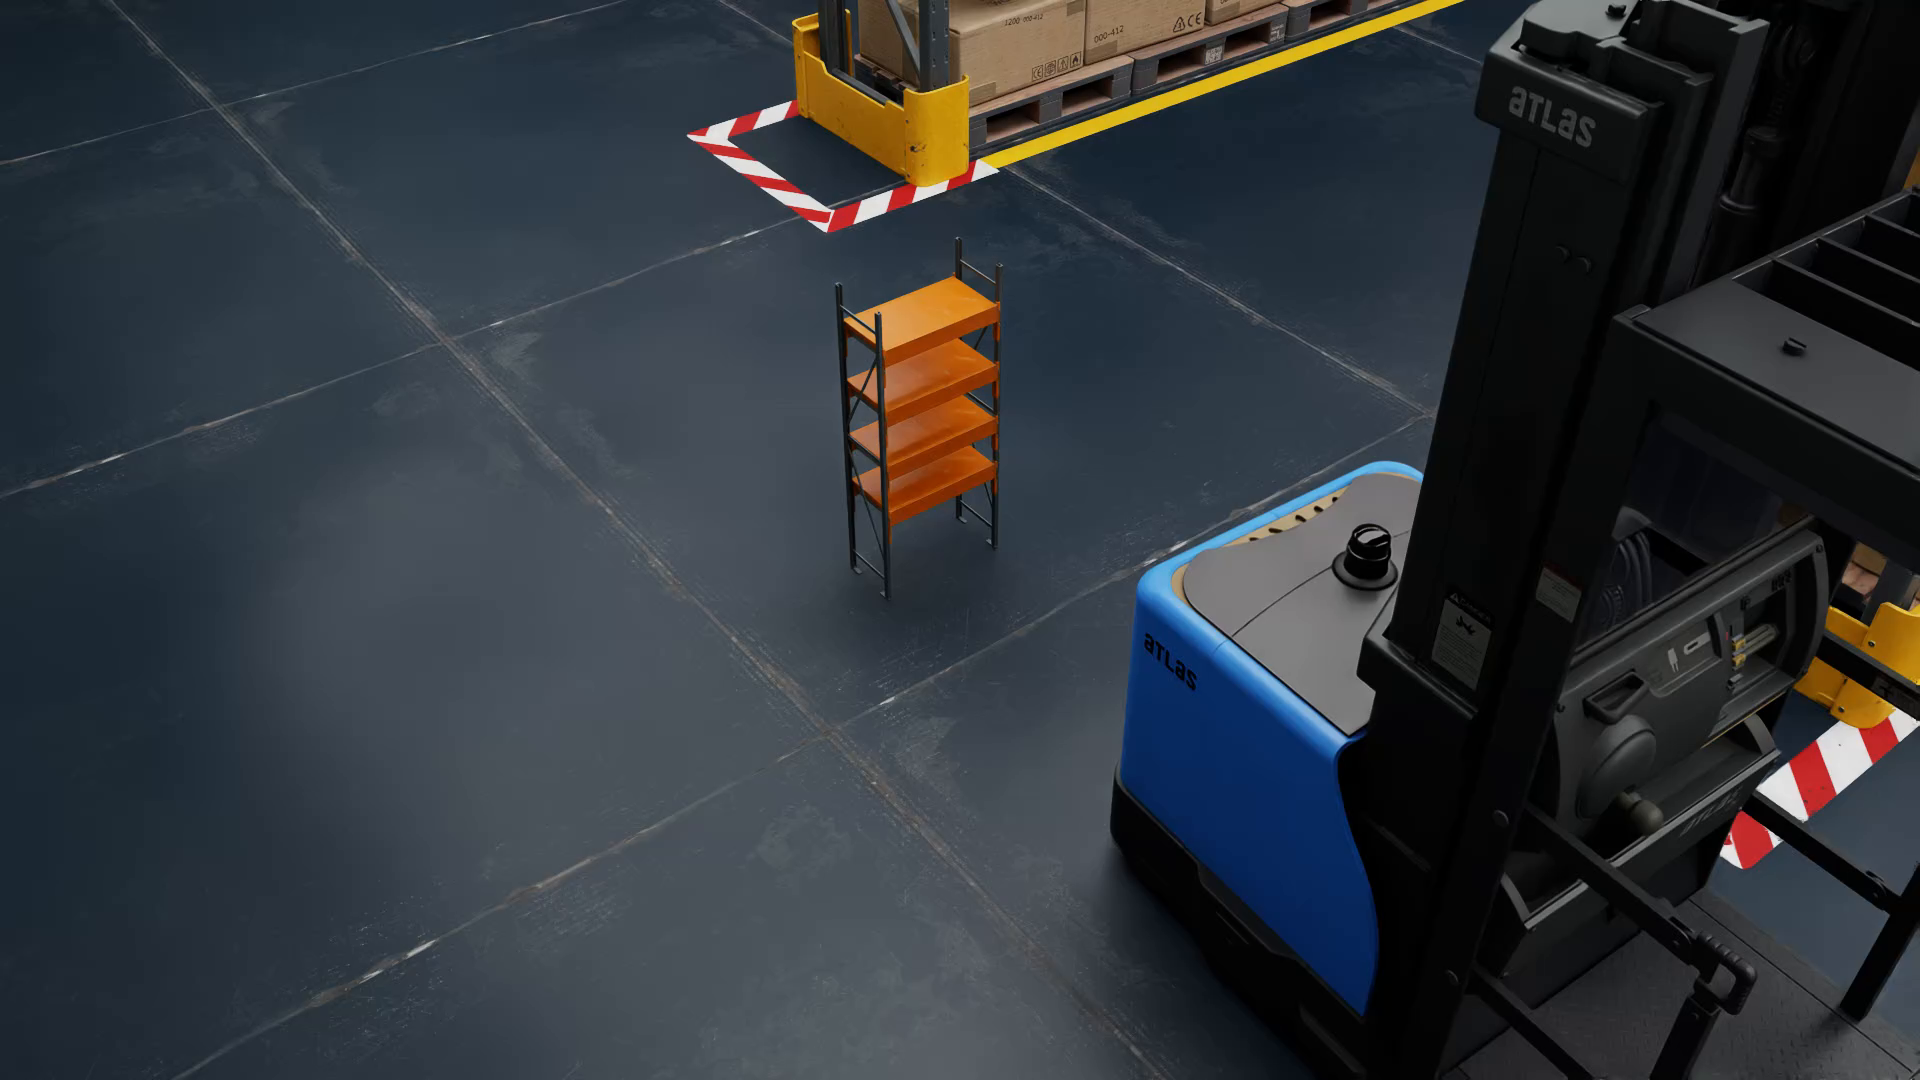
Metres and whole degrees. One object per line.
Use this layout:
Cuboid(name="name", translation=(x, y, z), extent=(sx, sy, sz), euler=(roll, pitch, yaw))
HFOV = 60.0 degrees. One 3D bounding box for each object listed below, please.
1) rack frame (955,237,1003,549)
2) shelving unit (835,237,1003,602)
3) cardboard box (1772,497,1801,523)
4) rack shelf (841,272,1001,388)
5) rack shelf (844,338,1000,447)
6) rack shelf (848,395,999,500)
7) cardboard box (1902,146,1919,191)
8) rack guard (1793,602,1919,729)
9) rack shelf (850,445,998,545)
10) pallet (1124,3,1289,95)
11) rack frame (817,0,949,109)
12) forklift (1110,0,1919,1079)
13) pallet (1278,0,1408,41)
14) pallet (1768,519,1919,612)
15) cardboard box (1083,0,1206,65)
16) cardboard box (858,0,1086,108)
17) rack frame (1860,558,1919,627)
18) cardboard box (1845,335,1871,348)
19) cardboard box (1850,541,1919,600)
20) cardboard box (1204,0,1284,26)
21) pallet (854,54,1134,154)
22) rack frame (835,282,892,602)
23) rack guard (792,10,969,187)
Cuboid(name="rack frame", translation=(0.062, -0.494, 5.906), extent=(0.015, 1.200, 0.240), euler=(-26, 46, -28))
Cuboid(name="shelving unit", translation=(-0.131, -0.400, 5.791), extent=(0.503, 1.200, 0.258), euler=(-26, 46, -28))
Cuboid(name="cardboard box", translation=(2.985, -0.218, 6.068), extent=(0.250, 0.149, 0.380), euler=(-25, 46, -27))
Cuboid(name="rack shelf", translation=(-0.131, -0.704, 5.542), extent=(0.480, 0.148, 0.258), euler=(-26, 46, -28))
Cuboid(name="rack shelf", translation=(-0.131, -0.521, 5.692), extent=(0.480, 0.148, 0.258), euler=(-26, 46, -28))
Cuboid(name="rack shelf", translation=(-0.131, -0.348, 5.834), extent=(0.480, 0.148, 0.258), euler=(-26, 46, -28))
Cuboid(name="cardboard box", translation=(2.894, -1.306, 5.164), extent=(0.500, 0.500, 0.500), euler=(-25, 46, -27))
Cuboid(name="rack guard", translation=(2.755, 0.087, 5.749), extent=(0.348, 0.500, 1.175), euler=(-26, 46, -28))
Cuboid(name="rack shelf", translation=(-0.131, -0.194, 5.960), extent=(0.480, 0.148, 0.258), euler=(-26, 46, -28))
Cuboid(name="pallet", translation=(1.151, -3.039, 9.788), extent=(1.213, 0.211, 1.003), euler=(-26, 46, -28))
Cuboid(name="rack frame", translation=(-0.402, -3.300, 7.908), extent=(0.127, 3.000, 1.000), euler=(-26, 46, -28))
Cuboid(name="forklift", translation=(1.711, 0.383, 3.472), extent=(1.130, 2.935, 3.031), euler=(-24, 45, -26))
Cuboid(name="pallet", translation=(2.119, -3.513, 10.366), extent=(1.213, 0.211, 1.003), euler=(-26, 46, -28))
Cuboid(name="pallet", translation=(3.420, -0.097, 6.202), extent=(1.213, 0.211, 1.003), euler=(-26, 46, -28))
Cuboid(name="cardboard box", translation=(0.781, -3.135, 9.396), extent=(0.875, 0.438, 0.875), euler=(-25, 45, -27))
Cuboid(name="cardboard box", translation=(0.060, -2.777, 8.959), extent=(0.875, 0.438, 0.875), euler=(-28, 47, -29))
Cuboid(name="rack frame", translation=(2.694, -0.850, 4.921), extent=(0.127, 3.000, 1.000), euler=(-26, 46, -28))
Cuboid(name="cardboard box", translation=(3.322, -0.704, 6.191), extent=(0.250, 0.149, 0.380), euler=(-27, 46, -29))
Cuboid(name="cardboard box", translation=(3.305, 0.049, 5.742), extent=(0.250, 0.149, 0.380), euler=(-25, 46, -27))
Cuboid(name="cardboard box", translation=(1.497, -3.483, 9.819), extent=(0.875, 0.438, 0.875), euler=(-27, 47, -29))
Cuboid(name="pallet", translation=(0.184, -2.570, 9.217), extent=(1.213, 0.211, 1.003), euler=(-26, 46, -28))
Cuboid(name="rack frame", translation=(-0.325, -0.306, 5.677), extent=(0.015, 1.200, 0.240), euler=(-26, 46, -28))
Cuboid(name="rack guard", translation=(-0.421, -2.324, 8.689), extent=(0.348, 0.500, 1.175), euler=(-26, 46, -28))
